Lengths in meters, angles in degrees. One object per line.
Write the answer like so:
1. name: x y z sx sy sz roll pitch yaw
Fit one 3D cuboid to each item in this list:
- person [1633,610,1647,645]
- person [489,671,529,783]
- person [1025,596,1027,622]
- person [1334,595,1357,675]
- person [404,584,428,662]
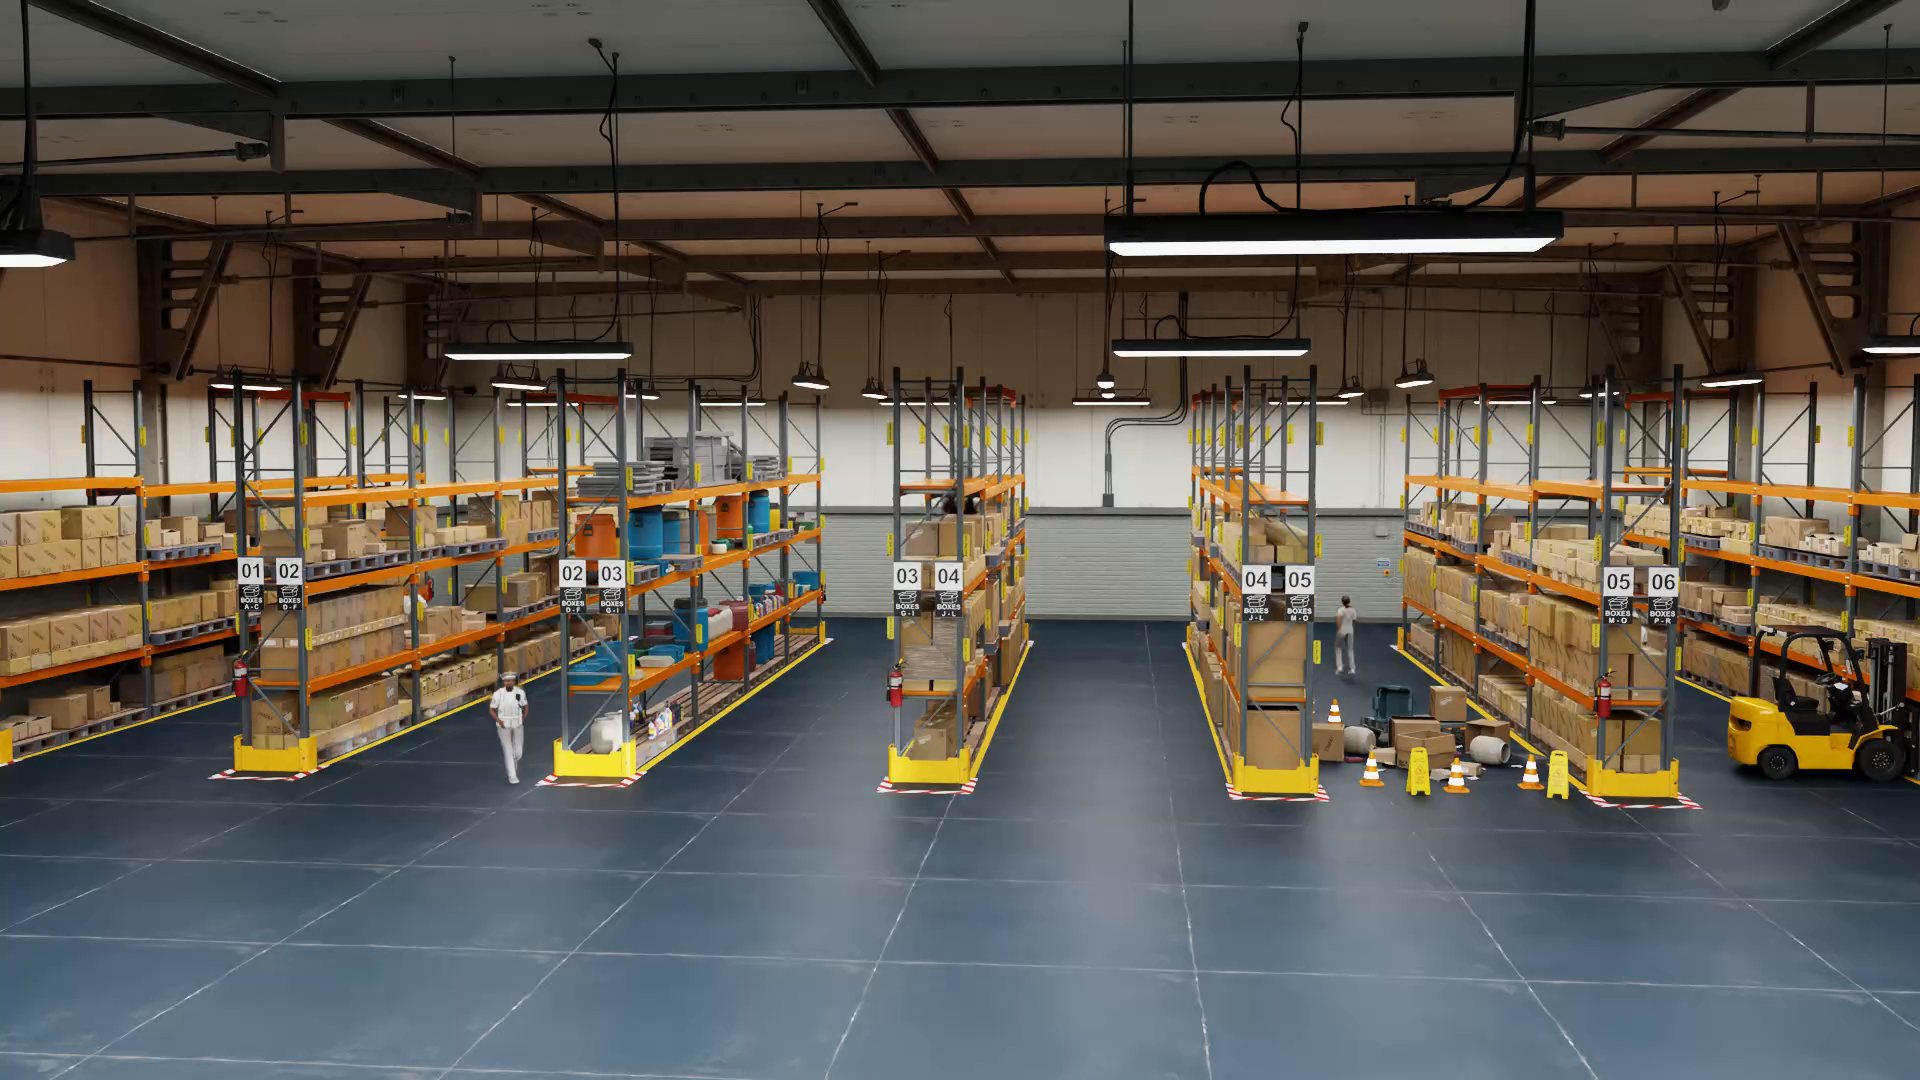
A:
1. person: 12.466 2.199 30.999 0.708 1.795 0.877 0 4 3
2. person: -6.524 2.683 24.080 0.561 1.636 0.608 -2 4 -23
3. person: 1.313 1.630 41.049 0.680 1.780 0.755 0 4 -7
4. person: 8.053 2.016 34.696 0.508 1.709 0.810 0 4 -3
5. person: -12.179 1.834 37.034 0.649 1.755 0.629 0 4 -1
